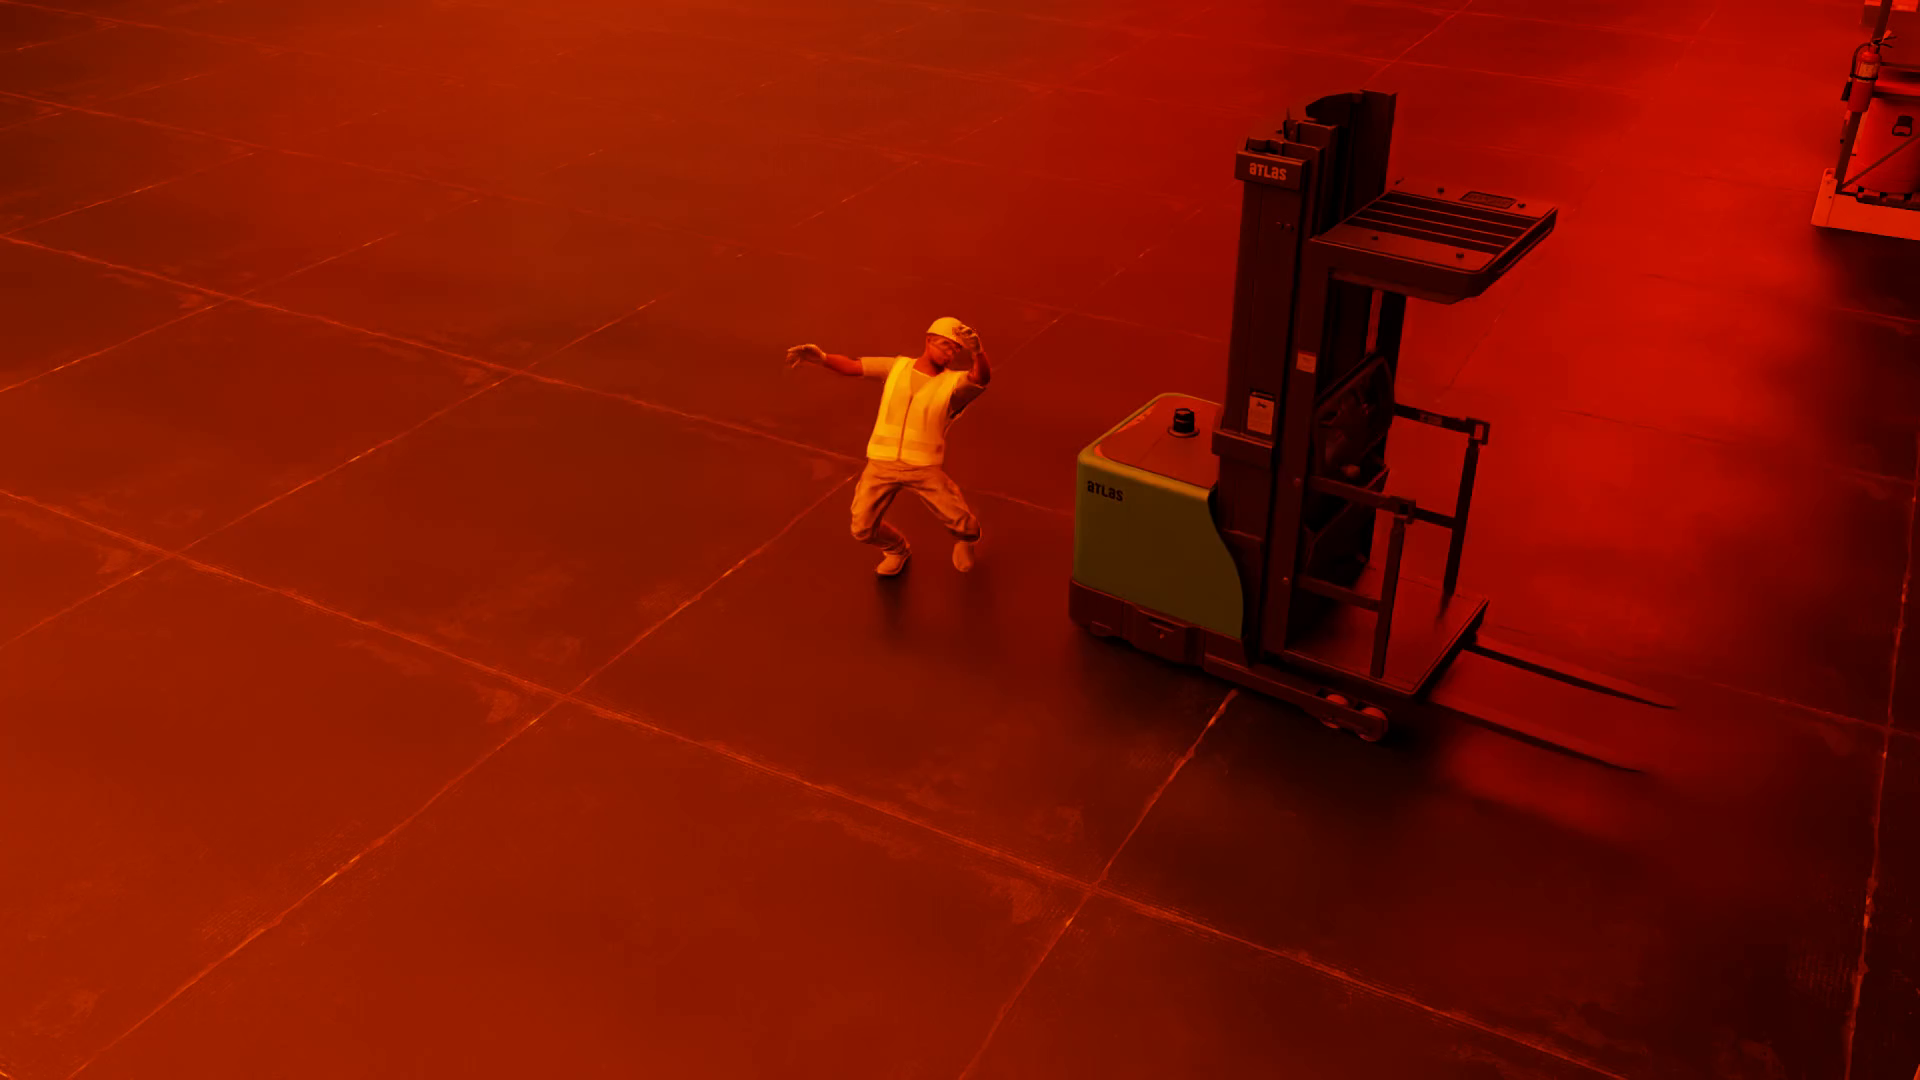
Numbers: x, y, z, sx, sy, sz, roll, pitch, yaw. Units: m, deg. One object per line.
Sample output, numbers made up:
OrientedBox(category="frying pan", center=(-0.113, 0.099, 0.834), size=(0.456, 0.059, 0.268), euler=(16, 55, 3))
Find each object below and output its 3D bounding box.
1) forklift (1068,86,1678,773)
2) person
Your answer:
OrientedBox(category="forklift", center=(2.097, -0.571, 8.060), size=(3.031, 2.935, 1.130), euler=(19, 35, 30))
OrientedBox(category="person", center=(-0.360, -0.564, 9.292), size=(1.077, 1.649, 0.690), euler=(5, 30, 8))
